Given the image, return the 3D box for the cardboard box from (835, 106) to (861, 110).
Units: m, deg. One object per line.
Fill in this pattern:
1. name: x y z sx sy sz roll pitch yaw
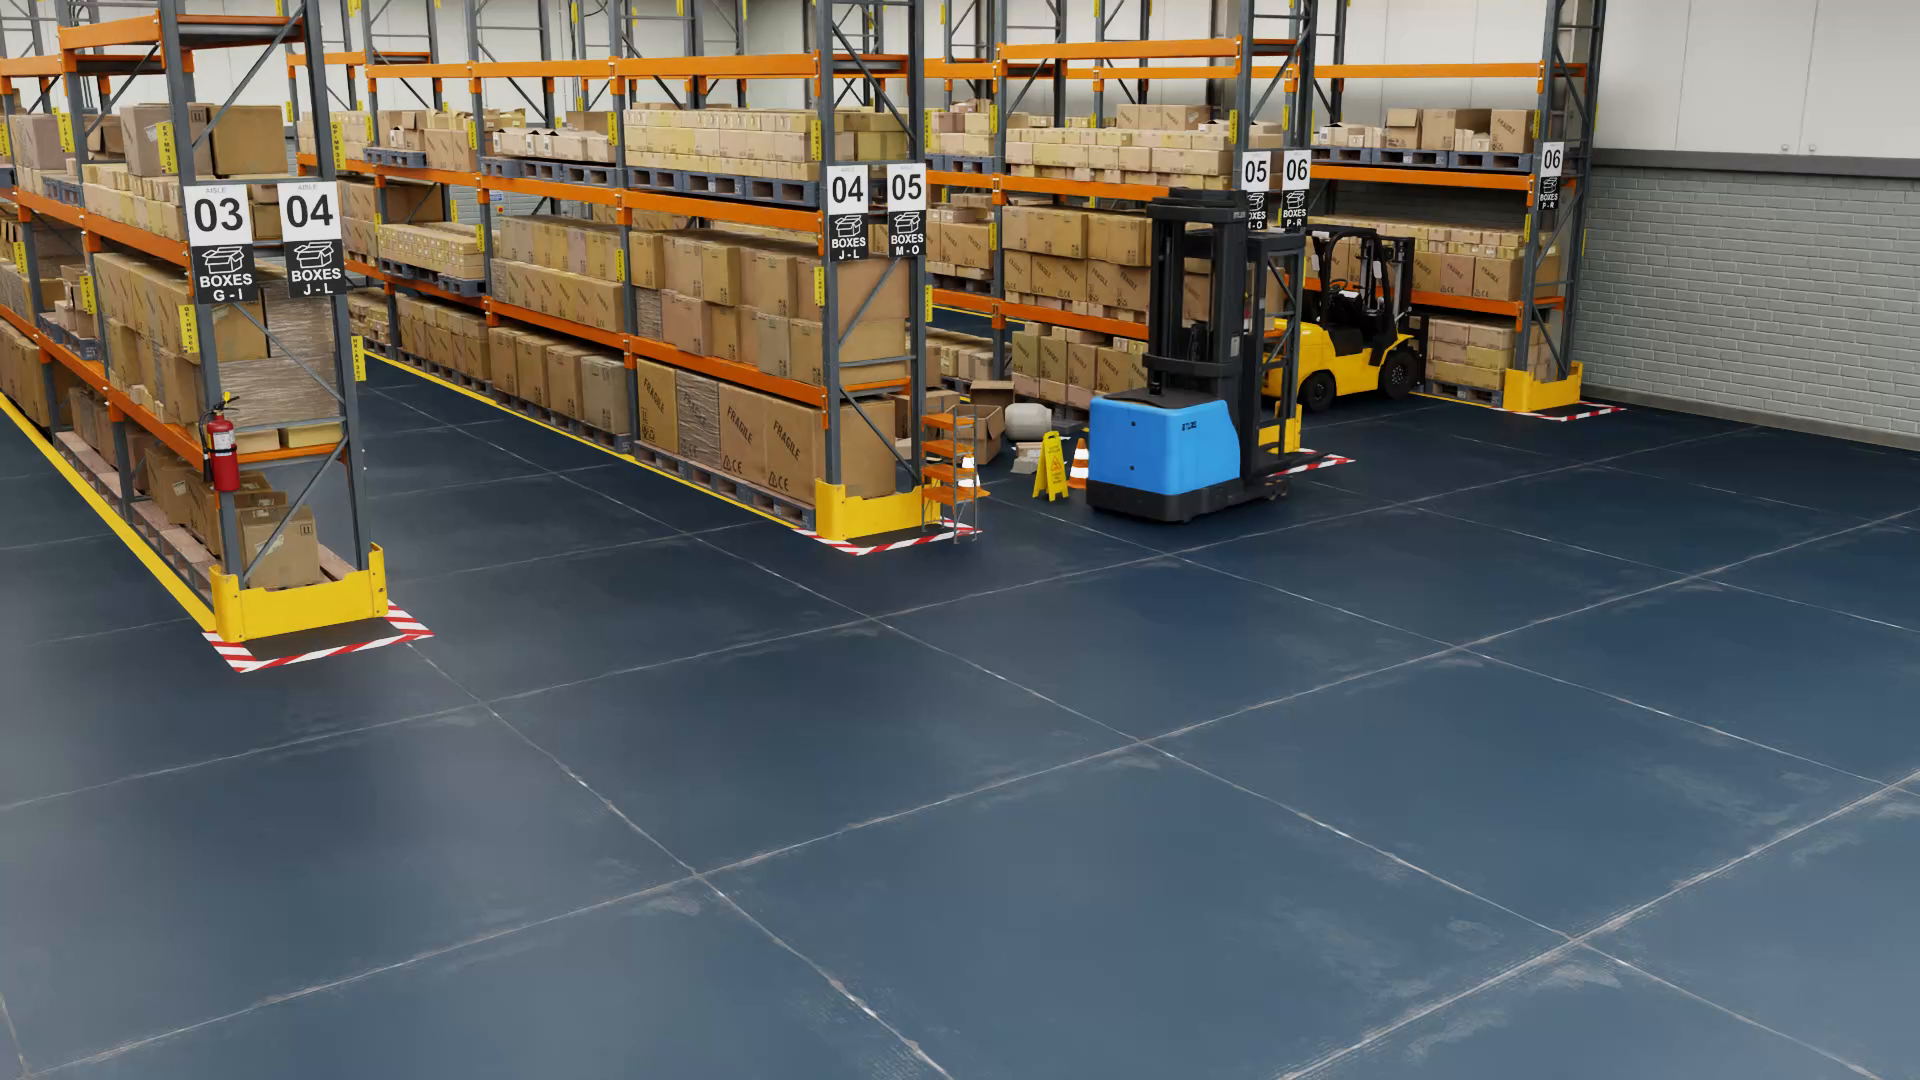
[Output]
1. cardboard box: -2.135 -8.166 31.823 0.500 0.250 0.500 -11 19 -35

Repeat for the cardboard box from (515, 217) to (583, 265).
1. cardboard box: -4.892 -3.597 19.952 0.700 0.500 0.500 -11 19 -35

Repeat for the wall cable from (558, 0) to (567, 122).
1. wall cable: -9.168 -9.950 33.885 2.355 3.000 0.029 -11 19 -35

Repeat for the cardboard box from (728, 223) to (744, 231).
1. cardboard box: -3.219 -4.728 25.505 0.500 0.250 0.500 -11 19 -34

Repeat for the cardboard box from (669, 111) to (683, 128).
1. cardboard box: -2.554 -4.031 15.919 0.380 0.149 0.250 -11 19 -34

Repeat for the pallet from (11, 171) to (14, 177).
1. pallet: -11.291 -4.544 20.176 0.805 0.209 1.217 -12 19 -37

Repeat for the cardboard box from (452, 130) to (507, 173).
1. cardboard box: -5.988 -4.849 20.739 0.500 0.500 0.500 -11 19 -35

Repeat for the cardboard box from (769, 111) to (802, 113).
1. cardboard box: -1.579 -3.971 15.702 0.380 0.149 0.250 -11 19 -34

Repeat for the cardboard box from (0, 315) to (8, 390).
1. cardboard box: -11.477 -2.422 20.971 1.225 0.875 0.875 -11 19 -34

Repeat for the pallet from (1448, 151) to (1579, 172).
1. pallet: 6.820 -4.684 20.492 1.003 0.211 1.213 -11 19 -35

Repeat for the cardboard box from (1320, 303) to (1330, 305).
1. cardboard box: 5.186 -3.074 22.646 0.500 0.250 0.500 -11 19 -34

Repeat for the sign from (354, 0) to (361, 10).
1. sign: -8.248 -7.428 22.749 0.100 0.325 0.005 -11 19 -35

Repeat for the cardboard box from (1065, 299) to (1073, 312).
1. cardboard box: 1.447 -2.761 19.457 0.380 0.149 0.250 -11 19 -35

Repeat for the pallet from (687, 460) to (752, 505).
1. pallet: -1.989 -0.637 16.504 1.003 0.211 1.213 -11 19 -35

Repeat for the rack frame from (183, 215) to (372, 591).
1. rack frame: -4.814 -0.815 11.872 1.000 3.000 0.127 -11 19 -35

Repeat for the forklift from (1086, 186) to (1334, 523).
1. forklift: 2.556 -1.883 15.903 1.130 2.935 3.031 14 21 42

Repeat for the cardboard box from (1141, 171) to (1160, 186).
1. cardboard box: 2.184 -3.932 18.054 0.380 0.149 0.250 -11 19 -35

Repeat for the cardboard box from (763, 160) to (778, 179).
1. cardboard box: -1.511 -3.267 14.638 0.380 0.149 0.250 -11 19 -34

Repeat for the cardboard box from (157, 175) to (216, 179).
1. cardboard box: -5.749 -2.630 12.349 0.380 0.149 0.250 -11 19 -34

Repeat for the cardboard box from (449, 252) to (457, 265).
1. cardboard box: -6.263 -3.588 21.120 0.380 0.149 0.250 -10 18 -32

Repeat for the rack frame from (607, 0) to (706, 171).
1. rack frame: -3.094 -5.311 16.934 1.000 3.000 0.127 -11 19 -35

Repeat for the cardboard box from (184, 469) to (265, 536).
1. cardboard box: -6.192 -0.333 14.050 0.500 0.500 0.500 -13 20 -39

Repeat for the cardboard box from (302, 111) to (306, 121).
1. cardboard box: -10.144 -6.683 26.212 0.380 0.149 0.250 -11 19 -35

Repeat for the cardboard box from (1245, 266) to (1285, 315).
1. cardboard box: 3.148 -2.689 17.966 0.500 0.500 0.500 -11 19 -35

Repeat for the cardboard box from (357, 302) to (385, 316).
1. cardboard box: -8.876 -3.487 25.113 0.380 0.149 0.250 -12 19 -37

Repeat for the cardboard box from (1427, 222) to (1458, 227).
1. cardboard box: 6.304 -4.069 21.778 0.380 0.149 0.250 -11 19 -34

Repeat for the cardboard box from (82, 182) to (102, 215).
1. cardboard box: -7.108 -2.908 14.120 0.500 0.250 0.500 -12 19 -37

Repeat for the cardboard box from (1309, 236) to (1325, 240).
1. cardboard box: 4.991 -4.176 22.733 0.380 0.149 0.250 -10 18 -33

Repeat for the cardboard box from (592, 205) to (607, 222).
1. cardboard box: -6.156 -5.671 29.424 0.500 0.500 0.500 -11 19 -35

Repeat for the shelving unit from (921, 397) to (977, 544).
1. shelving unit: -0.097 -0.614 14.547 0.258 1.200 0.503 -11 19 -35

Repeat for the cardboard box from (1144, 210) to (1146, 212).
1. cardboard box: 3.110 -5.117 26.172 0.380 0.149 0.250 -10 18 -33

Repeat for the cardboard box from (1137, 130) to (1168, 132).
1. cardboard box: 2.202 -4.567 18.865 0.380 0.149 0.250 -11 19 -34

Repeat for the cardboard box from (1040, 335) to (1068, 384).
1. cardboard box: 1.303 -2.165 19.797 0.500 0.500 0.500 -10 18 -32

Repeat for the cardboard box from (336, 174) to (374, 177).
1. cardboard box: -9.680 -5.595 26.688 0.500 0.500 0.500 -11 19 -36

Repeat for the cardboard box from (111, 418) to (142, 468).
1. cardboard box: -7.775 -0.915 16.138 0.700 0.500 0.500 -11 19 -35

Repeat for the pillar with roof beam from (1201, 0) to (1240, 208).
1. pillar with roof beam: 0.524 -6.920 22.812 9.100 9.000 0.400 -11 19 -35

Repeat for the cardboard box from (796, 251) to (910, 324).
1. cardboard box: -0.929 -2.242 14.755 0.875 0.550 0.550 -11 19 -35

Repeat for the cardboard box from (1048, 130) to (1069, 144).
1. cardboard box: 1.229 -4.631 19.096 0.380 0.149 0.250 -11 19 -35

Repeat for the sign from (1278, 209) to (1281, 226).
1. sign: 4.430 -4.413 22.973 0.100 0.325 0.005 -11 19 -35

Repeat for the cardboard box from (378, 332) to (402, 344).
1. cardboard box: -8.304 -2.984 24.402 0.380 0.149 0.250 -11 19 -34

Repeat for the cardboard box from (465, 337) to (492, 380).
1. cardboard box: -6.045 -2.368 21.487 0.500 0.500 0.500 -11 19 -35

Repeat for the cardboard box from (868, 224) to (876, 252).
1. cardboard box: -1.112 -4.214 22.740 0.500 0.500 0.500 -10 18 -32

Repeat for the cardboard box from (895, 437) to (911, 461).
1. cardboard box: -0.594 -1.018 17.791 0.396 0.266 0.258 -7 17 -25

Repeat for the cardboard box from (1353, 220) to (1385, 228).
1. cardboard box: 5.437 -4.152 22.082 0.380 0.149 0.250 -11 19 -35

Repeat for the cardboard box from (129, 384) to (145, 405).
1. cardboard box: -6.709 -1.239 13.897 0.380 0.149 0.250 -11 19 -35

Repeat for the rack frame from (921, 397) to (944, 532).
1. rack frame: -0.241 -0.666 14.737 0.240 1.200 0.015 -11 19 -35

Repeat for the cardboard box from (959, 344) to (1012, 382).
1. cardboard box: 0.540 -2.254 21.312 0.950 0.372 0.625 -11 19 -34

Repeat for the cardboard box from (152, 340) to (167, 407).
1. cardboard box: -5.765 -1.330 13.001 0.875 0.500 0.500 -11 19 -35

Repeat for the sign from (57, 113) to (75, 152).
1. sign: -7.613 -3.468 14.159 0.100 0.325 0.005 -11 19 -35

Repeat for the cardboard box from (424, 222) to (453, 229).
1. cardboard box: -7.404 -4.439 23.665 0.380 0.149 0.250 -10 18 -32

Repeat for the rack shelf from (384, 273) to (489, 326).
1. rack shelf: -6.622 -3.352 22.503 1.077 0.370 4.000 -11 19 -35

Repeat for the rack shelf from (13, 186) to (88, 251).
1. rack shelf: -8.342 -3.196 16.252 1.077 0.370 4.000 -11 19 -35

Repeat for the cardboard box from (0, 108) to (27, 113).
1. cardboard box: -12.378 -5.281 21.333 0.700 0.500 0.500 -12 20 -38

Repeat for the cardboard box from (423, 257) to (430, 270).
1. cardboard box: -6.858 -3.662 21.953 0.380 0.149 0.250 -10 18 -33

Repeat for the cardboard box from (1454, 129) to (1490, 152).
1. cardboard box: 6.333 -4.941 20.535 0.396 0.266 0.258 -11 19 -34

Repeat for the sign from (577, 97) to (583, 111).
1. sign: -6.658 -7.591 29.143 0.100 0.325 0.005 -11 19 -35

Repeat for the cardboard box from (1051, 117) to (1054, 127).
1. cardboard box: 1.688 -6.753 26.850 0.380 0.149 0.250 -11 19 -35
